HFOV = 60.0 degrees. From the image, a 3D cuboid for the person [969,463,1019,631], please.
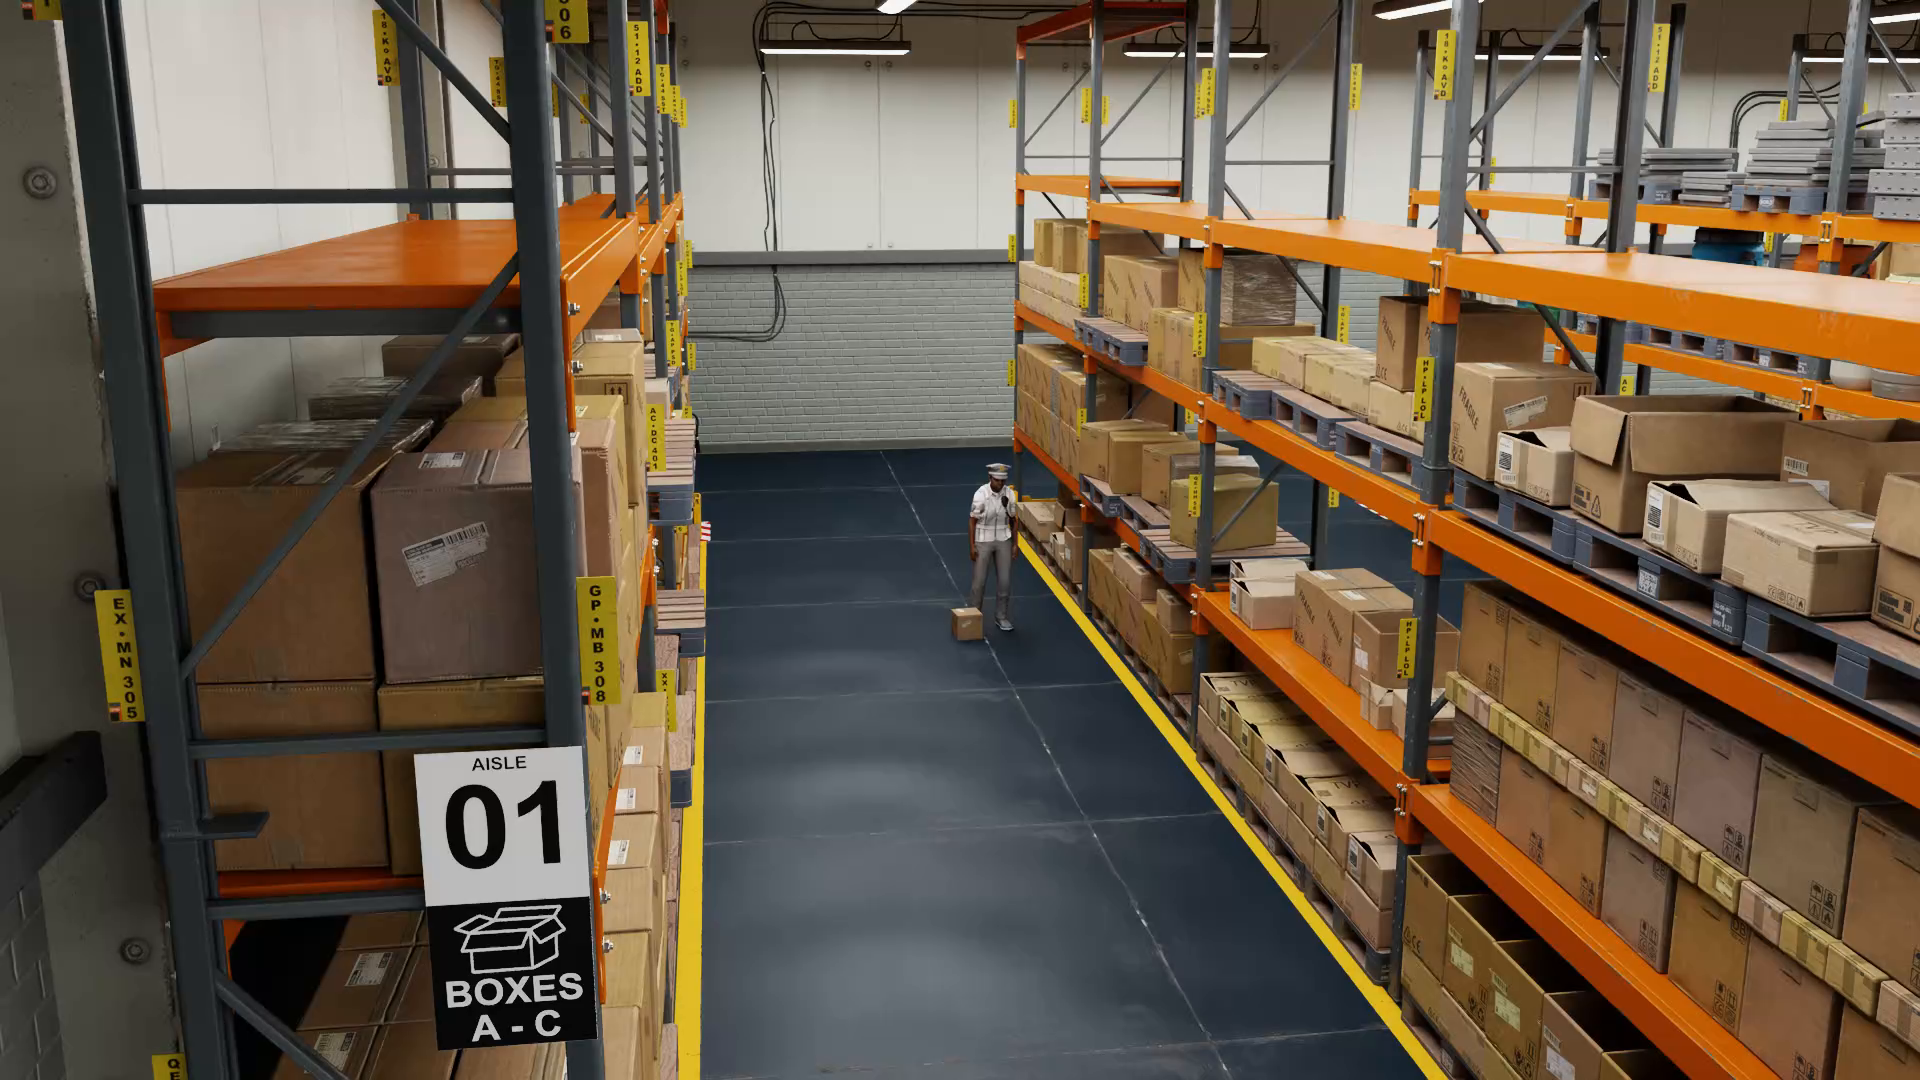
[{"bbox_3d":[0.317,0.057,16.235,0.533,1.664,0.391,-3,14,-13],"label":"person"}]
